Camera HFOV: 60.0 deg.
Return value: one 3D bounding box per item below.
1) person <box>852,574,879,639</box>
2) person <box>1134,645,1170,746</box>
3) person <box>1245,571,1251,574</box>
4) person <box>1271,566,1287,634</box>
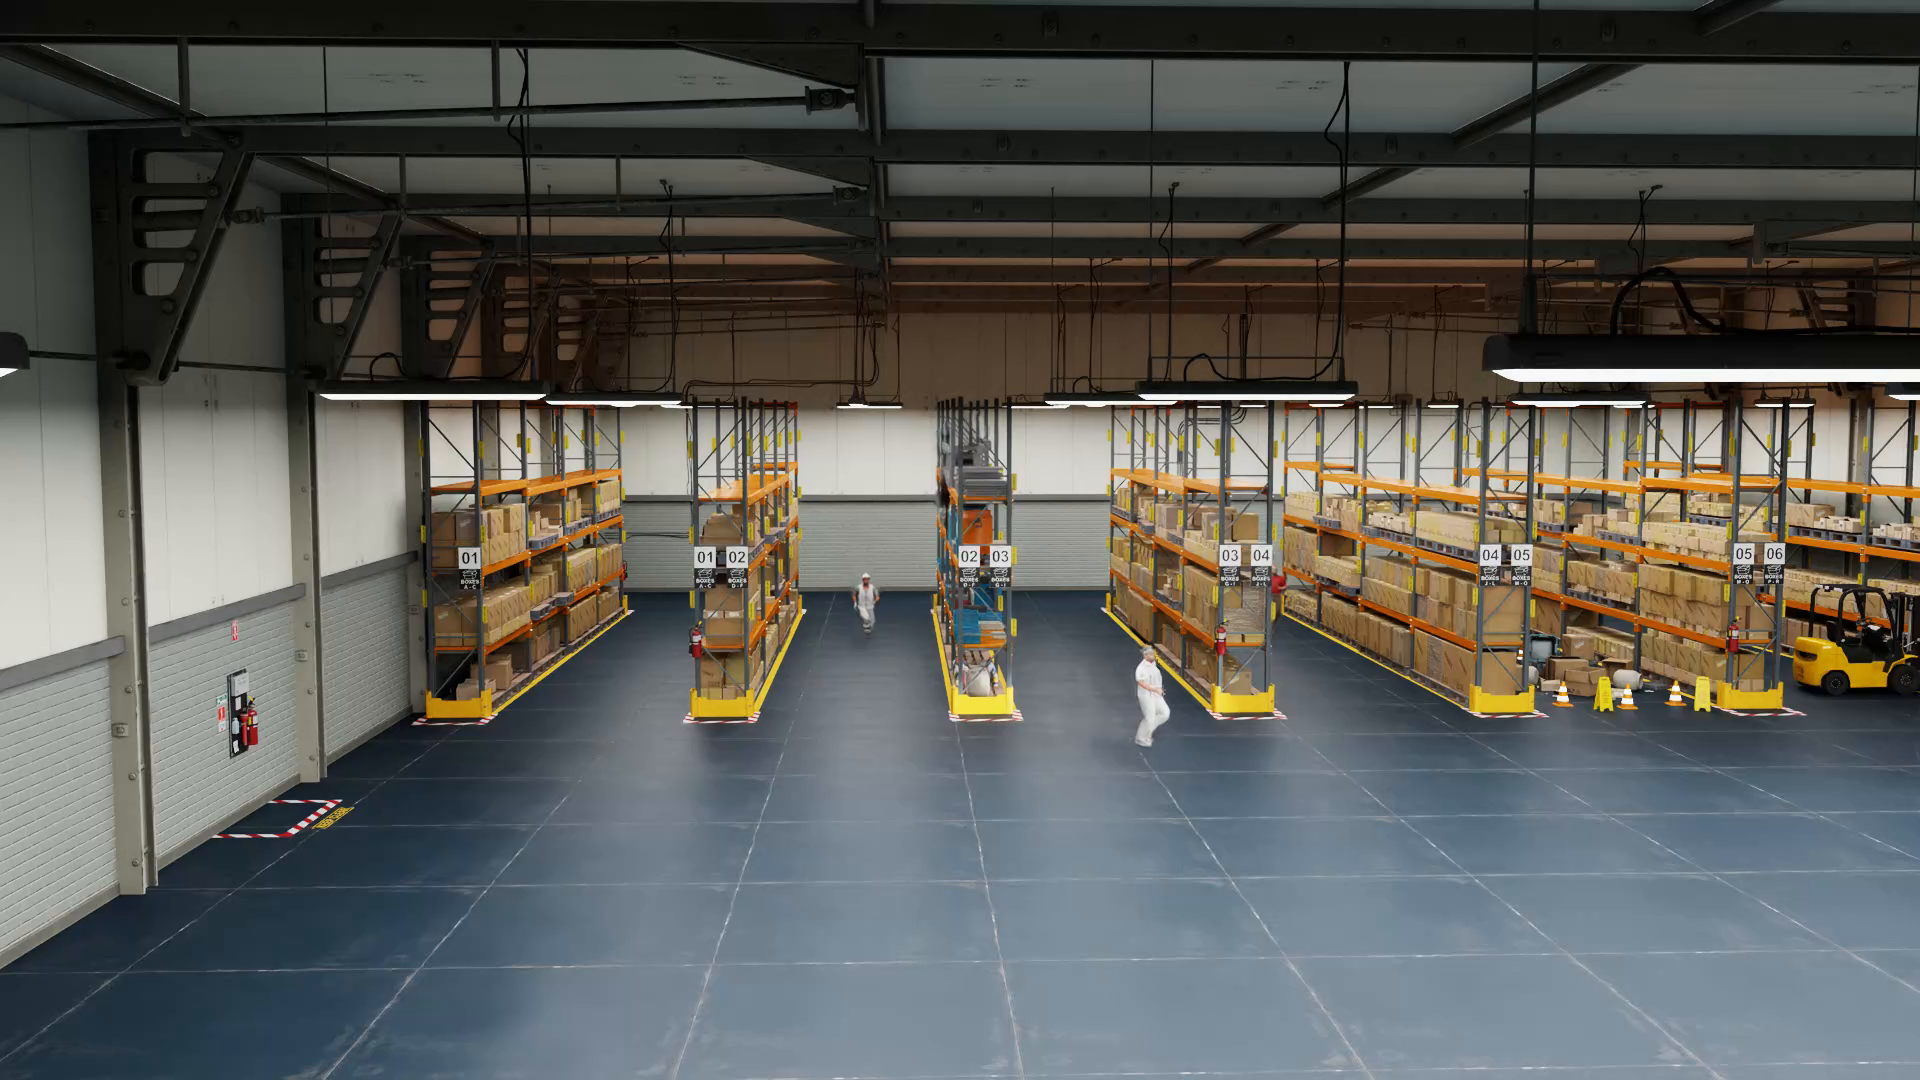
[{"bbox_3d":[-2.300,1.648,40.735,0.657,1.657,0.857,-1,4,-8],"label":"person"},{"bbox_3d":[3.285,2.653,28.474,0.594,1.739,0.675,3,5,34],"label":"person"},{"bbox_3d":[8.077,1.245,48.080,0.739,1.560,0.550,2,5,29],"label":"person"},{"bbox_3d":[8.115,1.521,43.001,0.664,1.711,0.991,0,4,1],"label":"person"}]
